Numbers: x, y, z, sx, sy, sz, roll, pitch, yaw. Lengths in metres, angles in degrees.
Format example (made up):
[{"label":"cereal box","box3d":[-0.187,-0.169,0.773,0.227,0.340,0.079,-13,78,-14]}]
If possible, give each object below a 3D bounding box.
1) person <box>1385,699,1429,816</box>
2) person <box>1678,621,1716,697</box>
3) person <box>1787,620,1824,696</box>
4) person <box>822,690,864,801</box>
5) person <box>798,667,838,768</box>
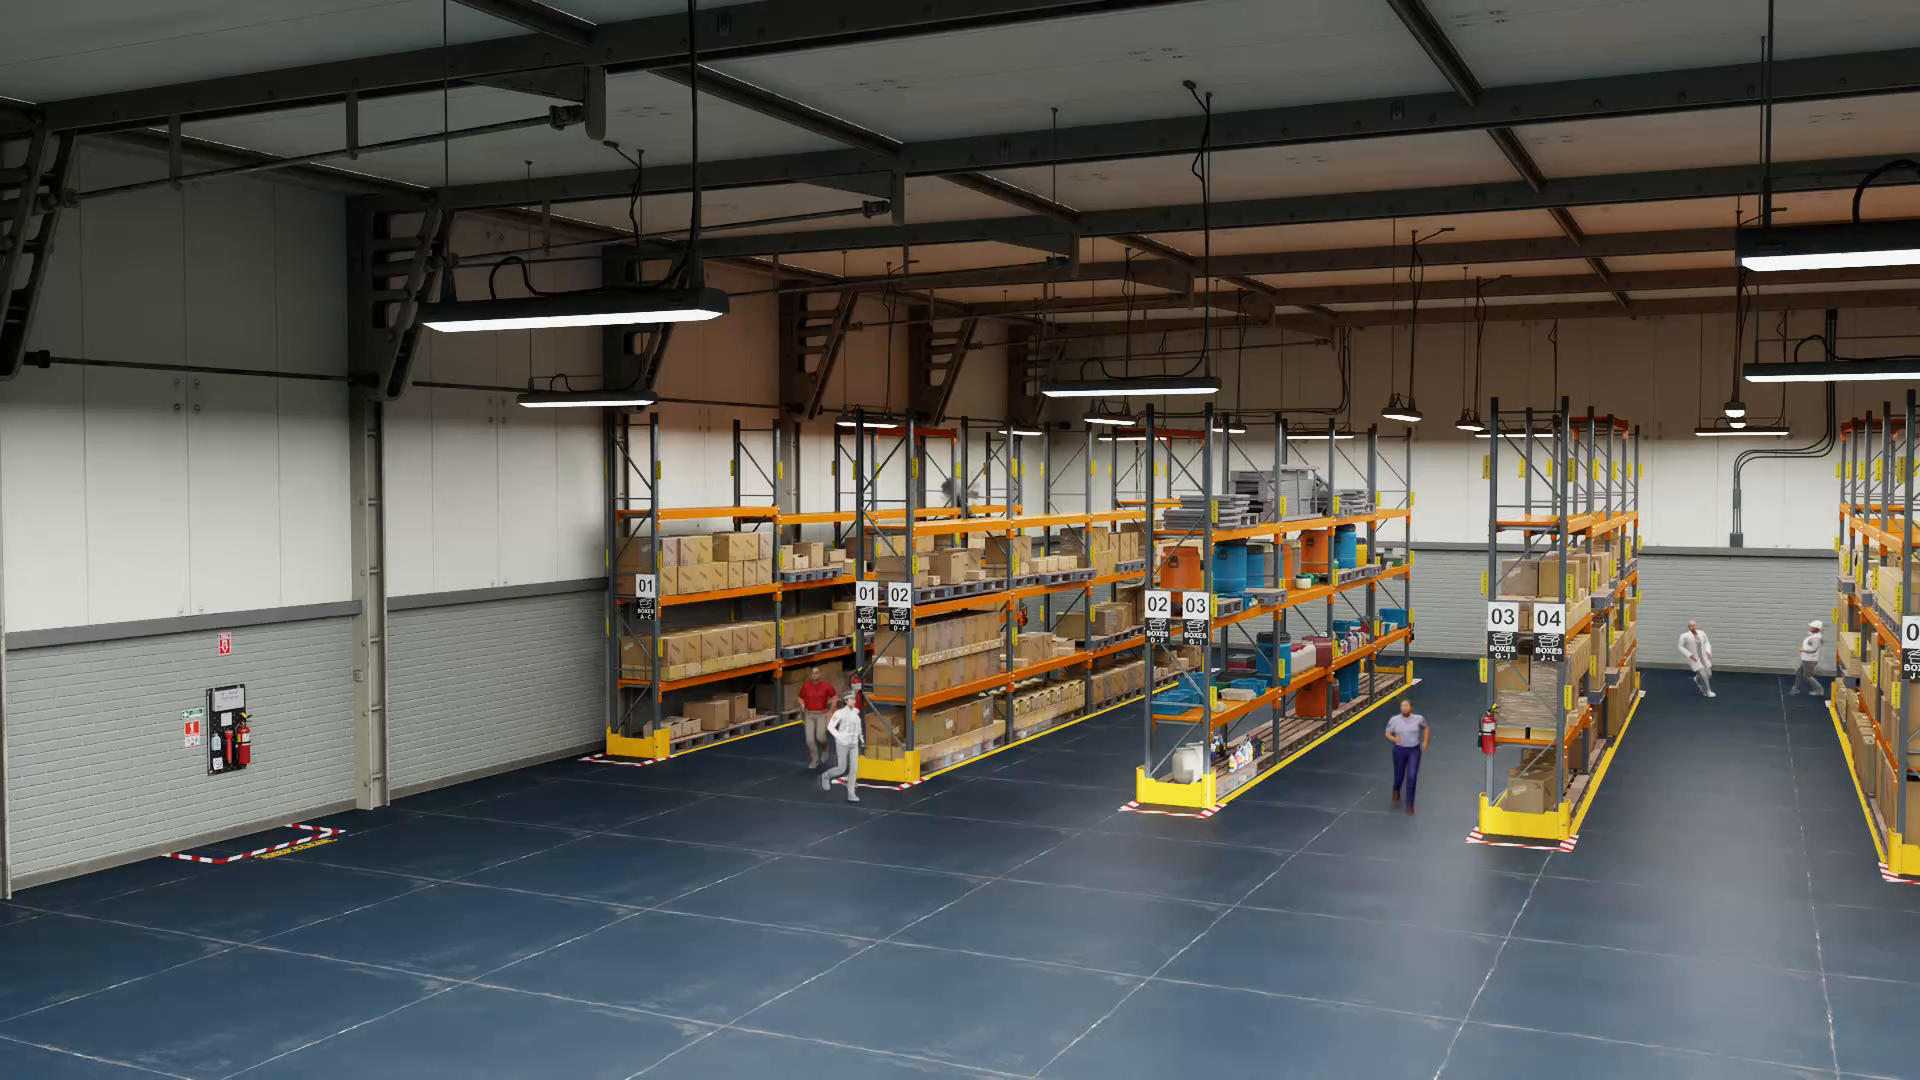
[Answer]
[{"label":"person","box3d":[6.576,3.160,24.473,0.614,1.657,0.924,1,3,17]},{"label":"person","box3d":[16.231,2.650,36.732,0.736,1.584,0.656,0,2,-5]},{"label":"person","box3d":[18.588,2.610,36.531,0.744,1.738,0.786,1,3,27]},{"label":"person","box3d":[-1.707,3.107,25.339,0.667,1.658,0.855,-2,3,-40]},{"label":"person","box3d":[-2.419,2.987,27.959,0.668,1.685,0.601,0,2,10]}]
